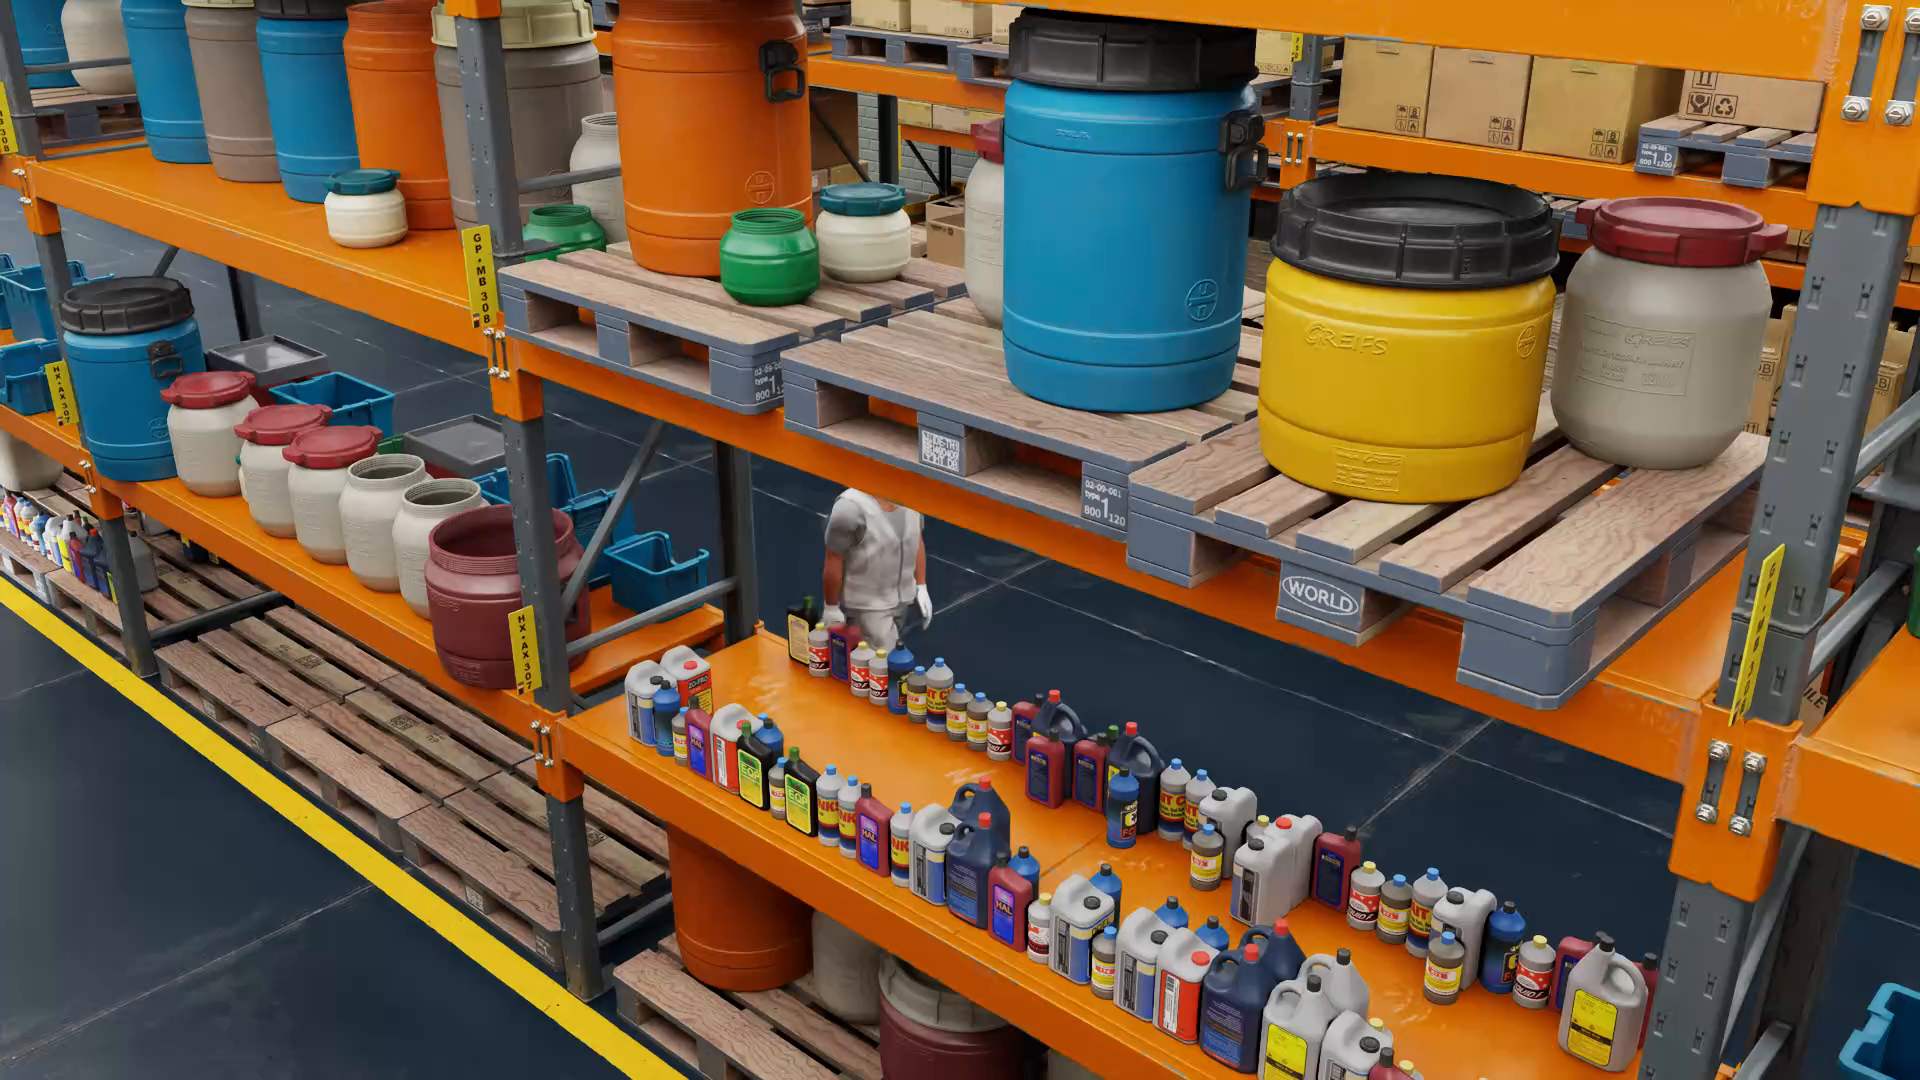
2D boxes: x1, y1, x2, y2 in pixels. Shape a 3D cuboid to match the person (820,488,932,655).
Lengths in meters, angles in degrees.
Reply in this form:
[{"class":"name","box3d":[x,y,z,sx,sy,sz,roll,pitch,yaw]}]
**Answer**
[{"class":"person","box3d":[-0.390,0.281,7.936,1.053,1.754,0.544,19,30,36]}]
